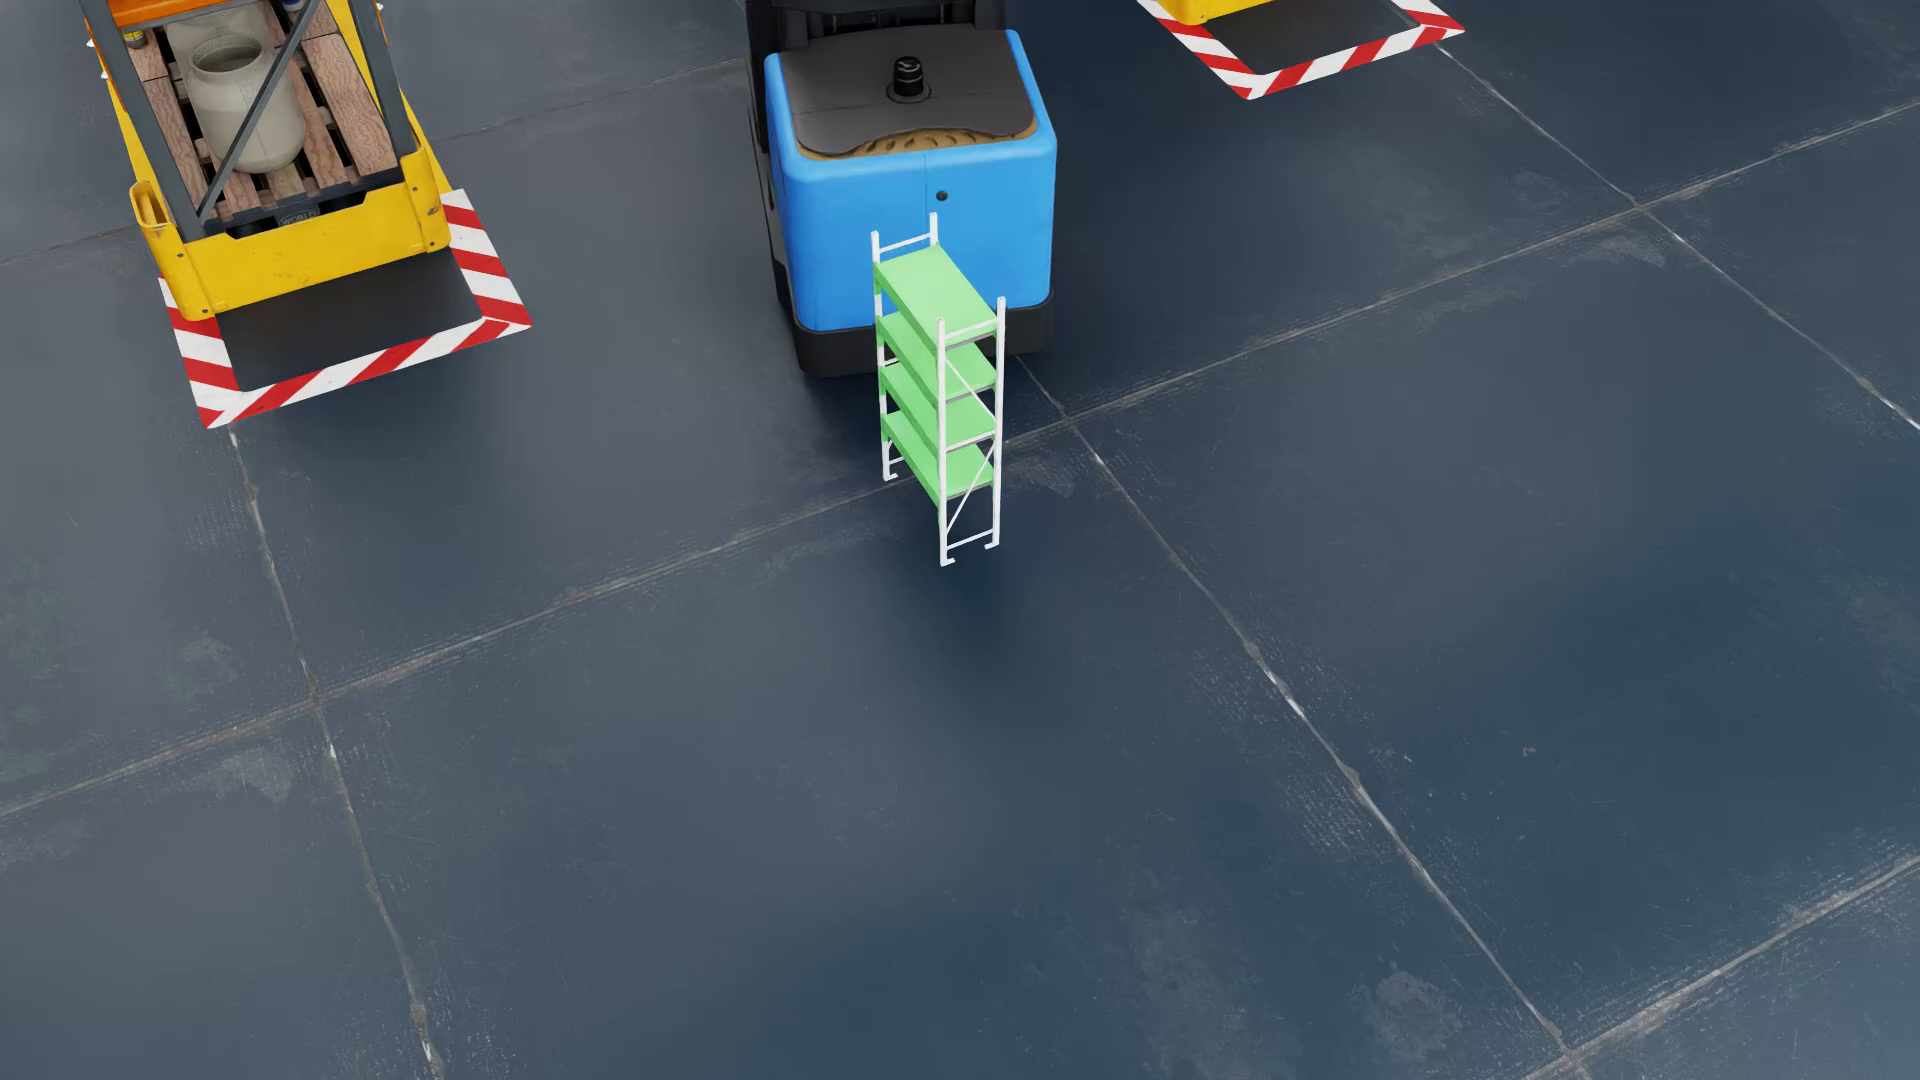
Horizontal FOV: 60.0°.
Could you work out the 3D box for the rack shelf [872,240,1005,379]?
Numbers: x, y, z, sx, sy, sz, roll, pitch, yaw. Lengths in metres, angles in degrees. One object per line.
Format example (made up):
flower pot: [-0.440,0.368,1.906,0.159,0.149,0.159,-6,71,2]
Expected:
rack shelf: [-0.076,-0.780,5.582,0.258,0.148,0.480,-21,52,-18]

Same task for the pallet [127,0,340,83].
pallet: [-3.765,-2.658,8.435,1.003,0.211,1.213,-21,52,-18]

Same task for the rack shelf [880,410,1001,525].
rack shelf: [-0.076,-0.306,6.124,0.258,0.148,0.480,-21,52,-18]

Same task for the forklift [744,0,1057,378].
forklift: [-0.393,-2.751,6.709,1.130,2.935,3.031,-8,49,-7]

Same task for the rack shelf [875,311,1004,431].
rack shelf: [-0.076,-0.622,5.763,0.258,0.148,0.480,-21,52,-18]

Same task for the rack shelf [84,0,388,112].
rack shelf: [-3.683,-3.282,7.606,1.077,0.370,4.000,-21,52,-18]

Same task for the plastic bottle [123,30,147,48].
plastic bottle: [-3.998,-2.482,7.995,0.097,0.201,0.097,0,49,0]

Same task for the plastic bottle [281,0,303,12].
plastic bottle: [-3.320,-2.748,8.181,0.097,0.271,0.097,0,49,0]

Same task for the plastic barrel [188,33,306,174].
plastic barrel: [-3.137,-1.914,7.305,0.421,0.512,0.421,0,49,0]

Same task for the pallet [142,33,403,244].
pallet: [-3.211,-1.843,7.721,1.003,0.211,1.213,-21,52,-18]

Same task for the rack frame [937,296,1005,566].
rack frame: [0.036,-0.342,5.752,0.240,1.200,0.015,-21,52,-18]

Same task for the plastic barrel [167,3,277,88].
plastic barrel: [-3.366,-2.249,7.598,0.421,0.512,0.421,0,49,0]

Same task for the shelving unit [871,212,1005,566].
shelving unit: [-0.076,-0.506,5.895,0.258,1.200,0.503,-21,52,-18]

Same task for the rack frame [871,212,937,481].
rack frame: [-0.187,-0.669,6.038,0.240,1.200,0.015,-21,52,-18]

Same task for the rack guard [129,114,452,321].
rack guard: [-2.844,-1.392,7.136,1.175,0.500,0.348,-21,52,-18]

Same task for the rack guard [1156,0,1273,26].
rack guard: [1.602,-3.114,8.642,1.175,0.500,0.348,-21,52,-18]

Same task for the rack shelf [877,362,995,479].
rack shelf: [-0.076,-0.464,5.943,0.258,0.148,0.480,-21,52,-18]

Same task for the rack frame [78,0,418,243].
rack frame: [-2.768,-2.181,6.164,1.000,3.000,0.127,-21,52,-18]
